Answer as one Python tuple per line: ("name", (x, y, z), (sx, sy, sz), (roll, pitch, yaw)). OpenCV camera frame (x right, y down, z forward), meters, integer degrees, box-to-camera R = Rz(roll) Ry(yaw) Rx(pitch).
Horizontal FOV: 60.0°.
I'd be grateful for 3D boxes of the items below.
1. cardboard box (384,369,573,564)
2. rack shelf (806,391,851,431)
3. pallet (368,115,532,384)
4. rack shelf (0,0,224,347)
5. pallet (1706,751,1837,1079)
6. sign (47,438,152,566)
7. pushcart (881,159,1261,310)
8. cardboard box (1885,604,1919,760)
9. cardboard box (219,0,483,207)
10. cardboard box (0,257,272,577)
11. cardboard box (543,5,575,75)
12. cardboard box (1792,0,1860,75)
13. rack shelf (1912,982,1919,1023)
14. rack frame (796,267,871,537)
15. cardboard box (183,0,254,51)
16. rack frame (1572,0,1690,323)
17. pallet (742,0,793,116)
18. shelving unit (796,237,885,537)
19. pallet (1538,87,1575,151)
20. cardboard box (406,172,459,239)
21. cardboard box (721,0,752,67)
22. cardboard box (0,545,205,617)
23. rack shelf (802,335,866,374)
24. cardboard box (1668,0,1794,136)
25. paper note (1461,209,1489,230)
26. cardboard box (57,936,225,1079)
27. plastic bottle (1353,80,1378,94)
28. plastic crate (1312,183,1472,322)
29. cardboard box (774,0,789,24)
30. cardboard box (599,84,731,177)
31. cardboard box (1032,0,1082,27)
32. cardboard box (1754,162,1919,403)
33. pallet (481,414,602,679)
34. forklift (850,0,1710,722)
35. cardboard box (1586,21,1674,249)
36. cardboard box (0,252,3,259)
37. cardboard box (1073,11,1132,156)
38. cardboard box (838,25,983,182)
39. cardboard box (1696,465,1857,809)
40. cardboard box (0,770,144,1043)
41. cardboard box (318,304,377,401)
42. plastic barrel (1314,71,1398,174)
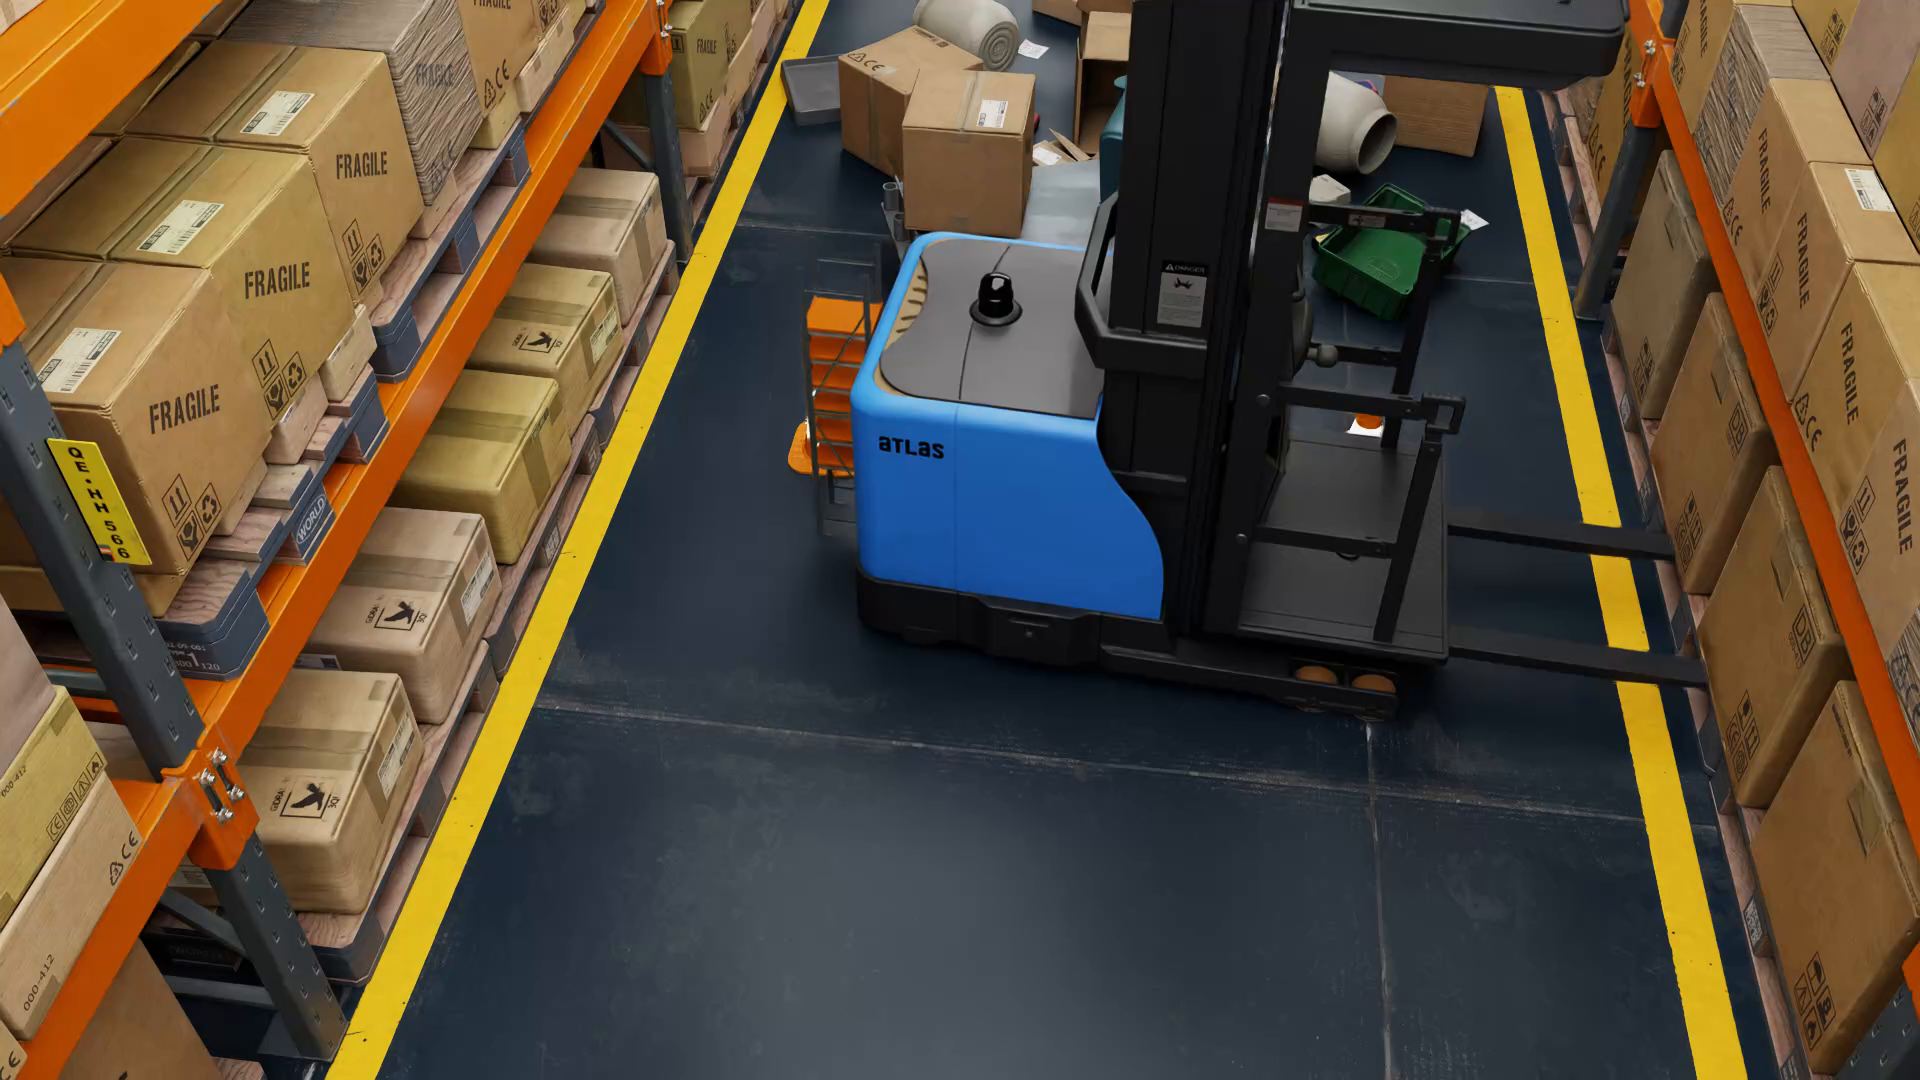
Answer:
("cardboard box", (-1.976, -0.301, 5.993), (0.950, 0.372, 0.625), (7, 44, 7))
("rack shelf", (-0.401, -0.472, 5.940), (0.258, 0.103, 0.180), (7, 44, 7))
("pallet", (-2.035, -0.982, 5.245), (1.003, 0.211, 1.213), (5, 44, 6))
("rack shelf", (-1.992, -1.890, 4.406), (1.077, 0.370, 4.000), (5, 44, 6))
("pallet", (2.843, 1.164, 4.867), (1.003, 0.211, 1.213), (5, 44, 6))
("sign", (-1.705, -0.071, 3.302), (0.100, 0.325, 0.005), (5, 44, 6))
("pushcart", (0.539, -1.300, 7.348), (1.648, 0.377, 0.936), (-9, 44, -9))
("cardboard box", (2.457, 0.314, 3.664), (0.500, 0.500, 0.500), (5, 44, 6))
("cardboard box", (-1.768, -1.340, 4.889), (0.500, 0.500, 0.500), (4, 44, 4))
("cardboard box", (-1.967, -0.282, 3.771), (0.500, 0.500, 0.500), (4, 44, 4))
("cardboard box", (-1.573, -1.754, 5.798), (0.380, 0.149, 0.250), (5, 44, 5))
("cardboard box", (3.067, -1.754, 5.121), (0.700, 0.500, 0.500), (5, 44, 5))
("rack shelf", (2.399, 2.306, 2.156), (1.077, 0.370, 4.000), (5, 44, 6))
("rack frame", (-0.417, -0.442, 5.844), (0.240, 1.200, 0.006), (7, 44, 7))
("cardboard box", (-2.275, -1.400, 4.953), (0.500, 0.500, 0.500), (4, 44, 4))
("rack frame", (3.193, -2.044, 6.227), (1.000, 3.000, 0.127), (5, 44, 6))
("pallet", (-1.515, -2.707, 8.956), (1.003, 0.211, 1.213), (5, 44, 6))
("shelving unit", (-0.401, -0.504, 5.910), (0.258, 1.200, 0.189), (7, 44, 7))
("pallet", (3.530, -2.376, 8.606), (1.003, 0.211, 1.213), (5, 44, 6))
("cardboard box", (-1.767, -1.062, 5.067), (0.380, 0.149, 0.250), (7, 44, 7))
("cardboard box", (-1.323, -2.595, 7.958), (0.500, 0.500, 0.500), (7, 44, 7))
("cardboard box", (-2.029, 0.035, 3.909), (0.380, 0.149, 0.250), (3, 44, 3))
("rack shelf", (-0.401, -0.646, 5.775), (0.258, 0.103, 0.180), (7, 44, 7))
("cardboard box", (2.856, -1.746, 5.840), (0.500, 0.500, 0.500), (6, 44, 6))
("paper note", (2.384, -1.507, 7.819), (0.147, 0.020, 0.142), (-24, 48, -23))
("cardboard box", (-2.430, 1.383, 3.848), (0.875, 0.875, 0.875), (5, 44, 5))
("plastic bottle", (2.020, -2.334, 8.670), (0.283, 0.061, 0.133), (-9, 44, -9))
("plastic crate", (1.917, -1.281, 7.425), (0.450, 0.188, 0.662), (35, 53, 18))
("cardboard box", (-1.179, -3.020, 8.953), (0.500, 0.250, 0.500), (4, 44, 4))
("cardboard box", (-1.382, -1.957, 7.829), (0.500, 0.250, 0.500), (3, 44, 4))
("cardboard box", (0.631, -3.040, 9.352), (0.380, 0.149, 0.250), (28, 50, 26))
("cardboard box", (2.654, -0.716, 4.752), (0.500, 0.500, 0.500), (6, 44, 6))
("pallet", (-1.988, -0.048, 6.147), (1.003, 0.211, 1.213), (5, 44, 6))
("forklift", (1.209, -0.853, 5.020), (3.031, 2.935, 1.130), (8, 44, 8))
("cardboard box", (3.345, -1.847, 7.259), (0.875, 0.875, 0.875), (6, 44, 6))
("cardboard box", (-2.472, -0.331, 3.823), (0.500, 0.500, 0.500), (4, 44, 4))
("cardboard box", (0.963, -2.229, 8.139), (0.797, 0.637, 0.503), (5, 44, 6))
("cardboard box", (-0.237, -2.125, 8.129), (0.500, 0.500, 0.500), (-32, 52, -29))
("cardboard box", (2.946, 0.343, 5.036), (1.050, 0.750, 0.750), (6, 44, 6))
("cardboard box", (-2.066, 0.724, 3.413), (0.500, 0.250, 0.500), (4, 44, 4))
("cardboard box", (-1.819, -0.522, 4.497), (0.380, 0.149, 0.250), (5, 44, 6))
("plastic barrel", (1.822, -2.021, 8.077), (0.421, 0.421, 0.512), (-32, 52, -29))
